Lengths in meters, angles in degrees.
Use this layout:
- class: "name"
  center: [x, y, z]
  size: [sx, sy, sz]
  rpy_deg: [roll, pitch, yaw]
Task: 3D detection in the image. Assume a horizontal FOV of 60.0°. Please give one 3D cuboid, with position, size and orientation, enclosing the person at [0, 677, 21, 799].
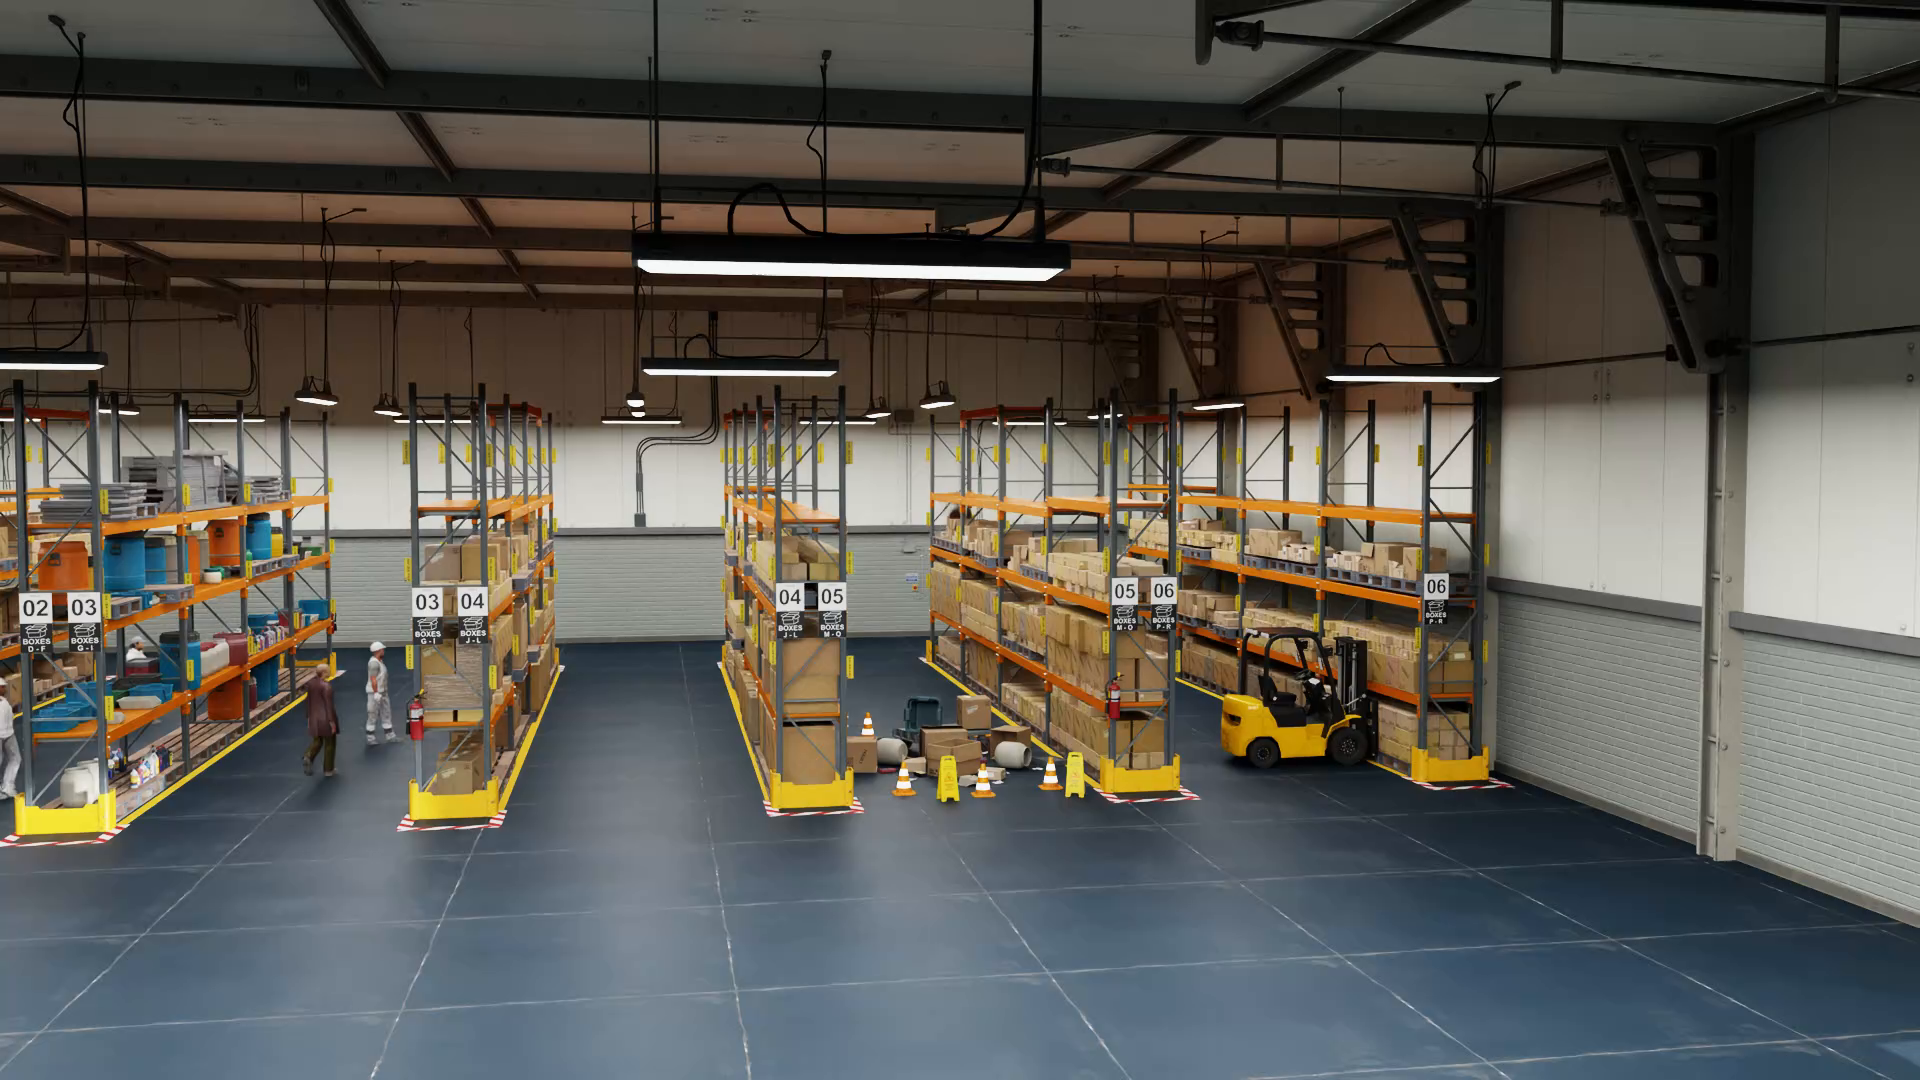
- class: "person"
  center: [-14.050, 2.908, 24.292]
  size: [0.436, 1.817, 0.577]
  rpy_deg: [1, 3, 14]

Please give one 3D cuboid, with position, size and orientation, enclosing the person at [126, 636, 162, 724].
- class: "person"
  center: [-15.268, 2.614, 30.917]
  size: [0.596, 1.651, 0.525]
  rpy_deg: [1, 3, 17]

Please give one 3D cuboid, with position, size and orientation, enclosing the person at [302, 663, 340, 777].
- class: "person"
  center: [-9.947, 2.801, 25.786]
  size: [0.600, 1.765, 0.764]
  rpy_deg: [1, 3, 13]

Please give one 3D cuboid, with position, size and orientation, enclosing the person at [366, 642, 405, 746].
- class: "person"
  center: [-9.995, 2.652, 28.785]
  size: [0.576, 1.784, 0.599]
  rpy_deg: [0, 3, 7]
